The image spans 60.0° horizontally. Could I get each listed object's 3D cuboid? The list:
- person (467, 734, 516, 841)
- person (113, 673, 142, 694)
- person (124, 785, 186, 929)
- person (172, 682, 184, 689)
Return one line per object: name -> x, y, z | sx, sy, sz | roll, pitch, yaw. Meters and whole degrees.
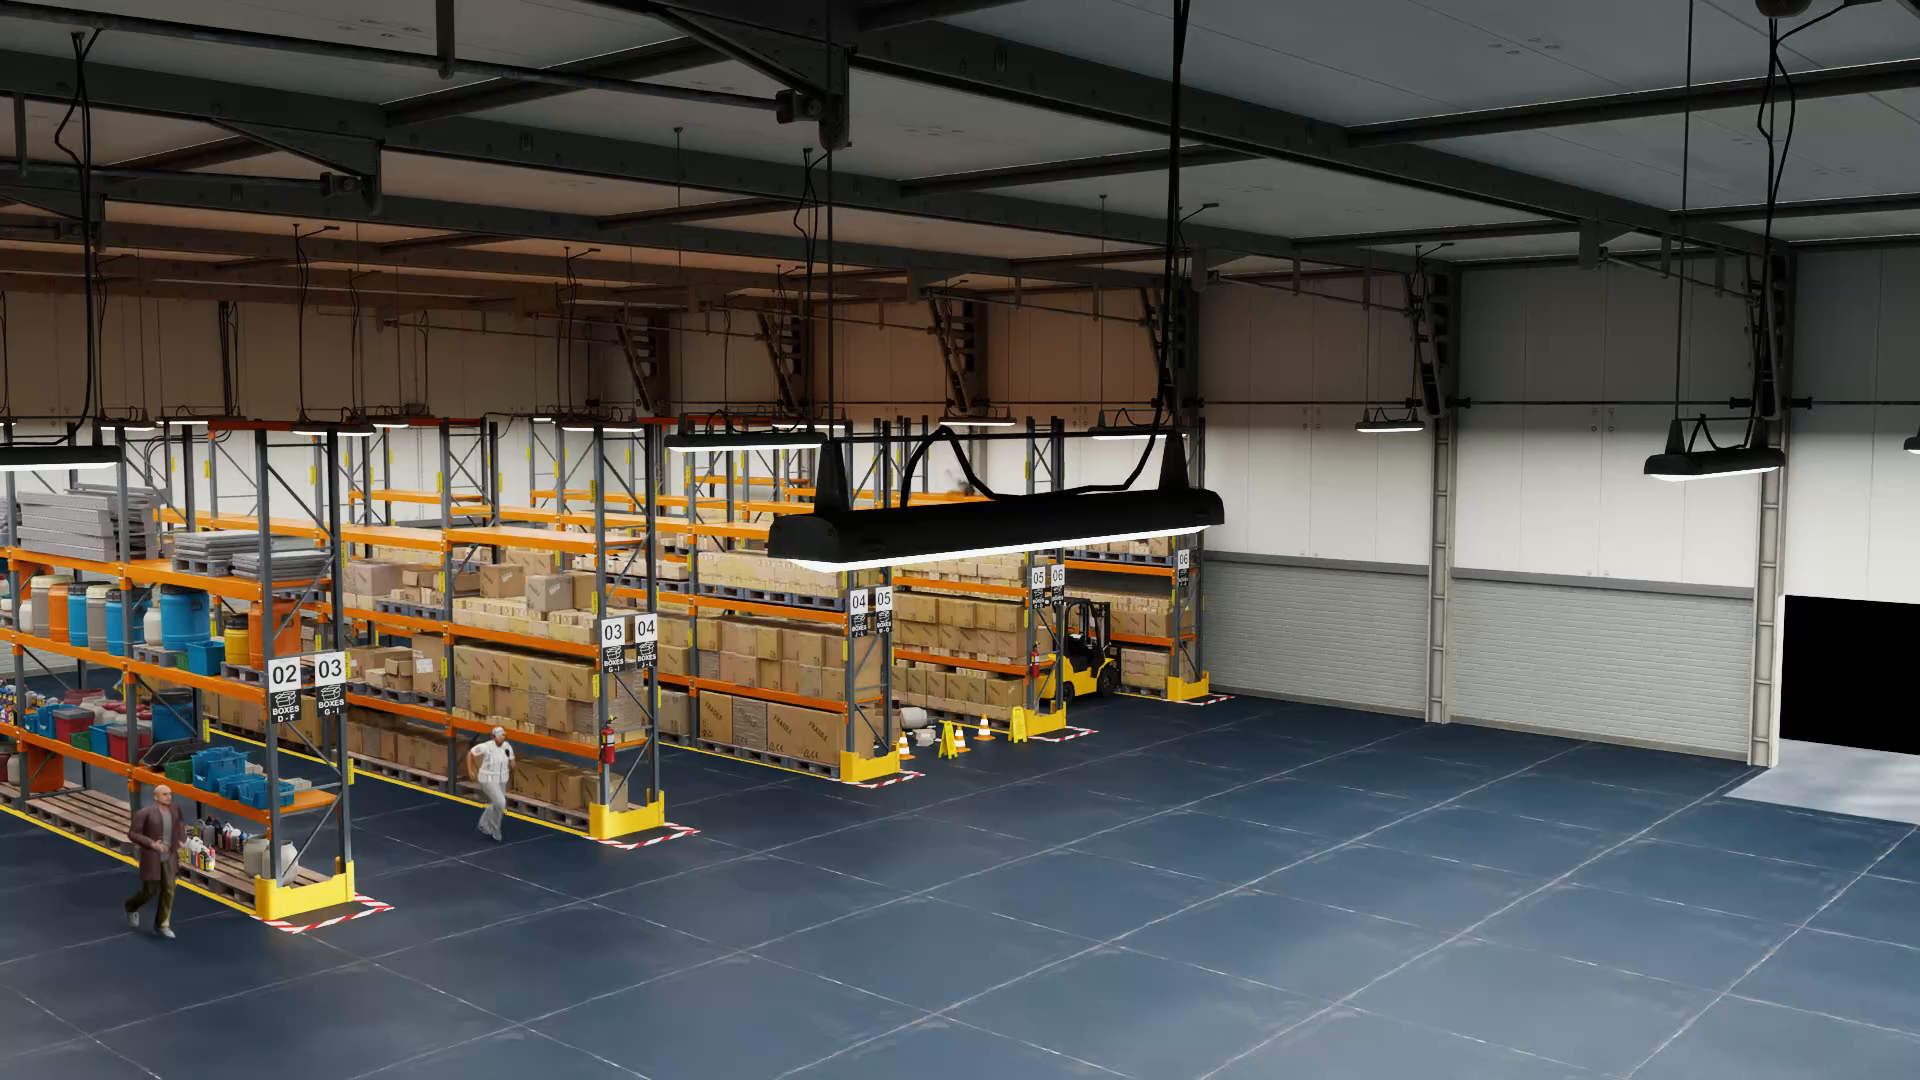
person -> -6.743, 3.527, 24.044 | 0.795, 1.627, 0.630 | 4, 6, 39
person -> -17.698, 2.478, 35.646 | 0.866, 1.774, 0.696 | -3, 6, -30
person -> -9.604, 3.755, 19.929 | 0.739, 1.673, 0.752 | 3, 6, 36
person -> -13.017, 3.094, 27.686 | 0.810, 1.629, 0.656 | 3, 6, 32
